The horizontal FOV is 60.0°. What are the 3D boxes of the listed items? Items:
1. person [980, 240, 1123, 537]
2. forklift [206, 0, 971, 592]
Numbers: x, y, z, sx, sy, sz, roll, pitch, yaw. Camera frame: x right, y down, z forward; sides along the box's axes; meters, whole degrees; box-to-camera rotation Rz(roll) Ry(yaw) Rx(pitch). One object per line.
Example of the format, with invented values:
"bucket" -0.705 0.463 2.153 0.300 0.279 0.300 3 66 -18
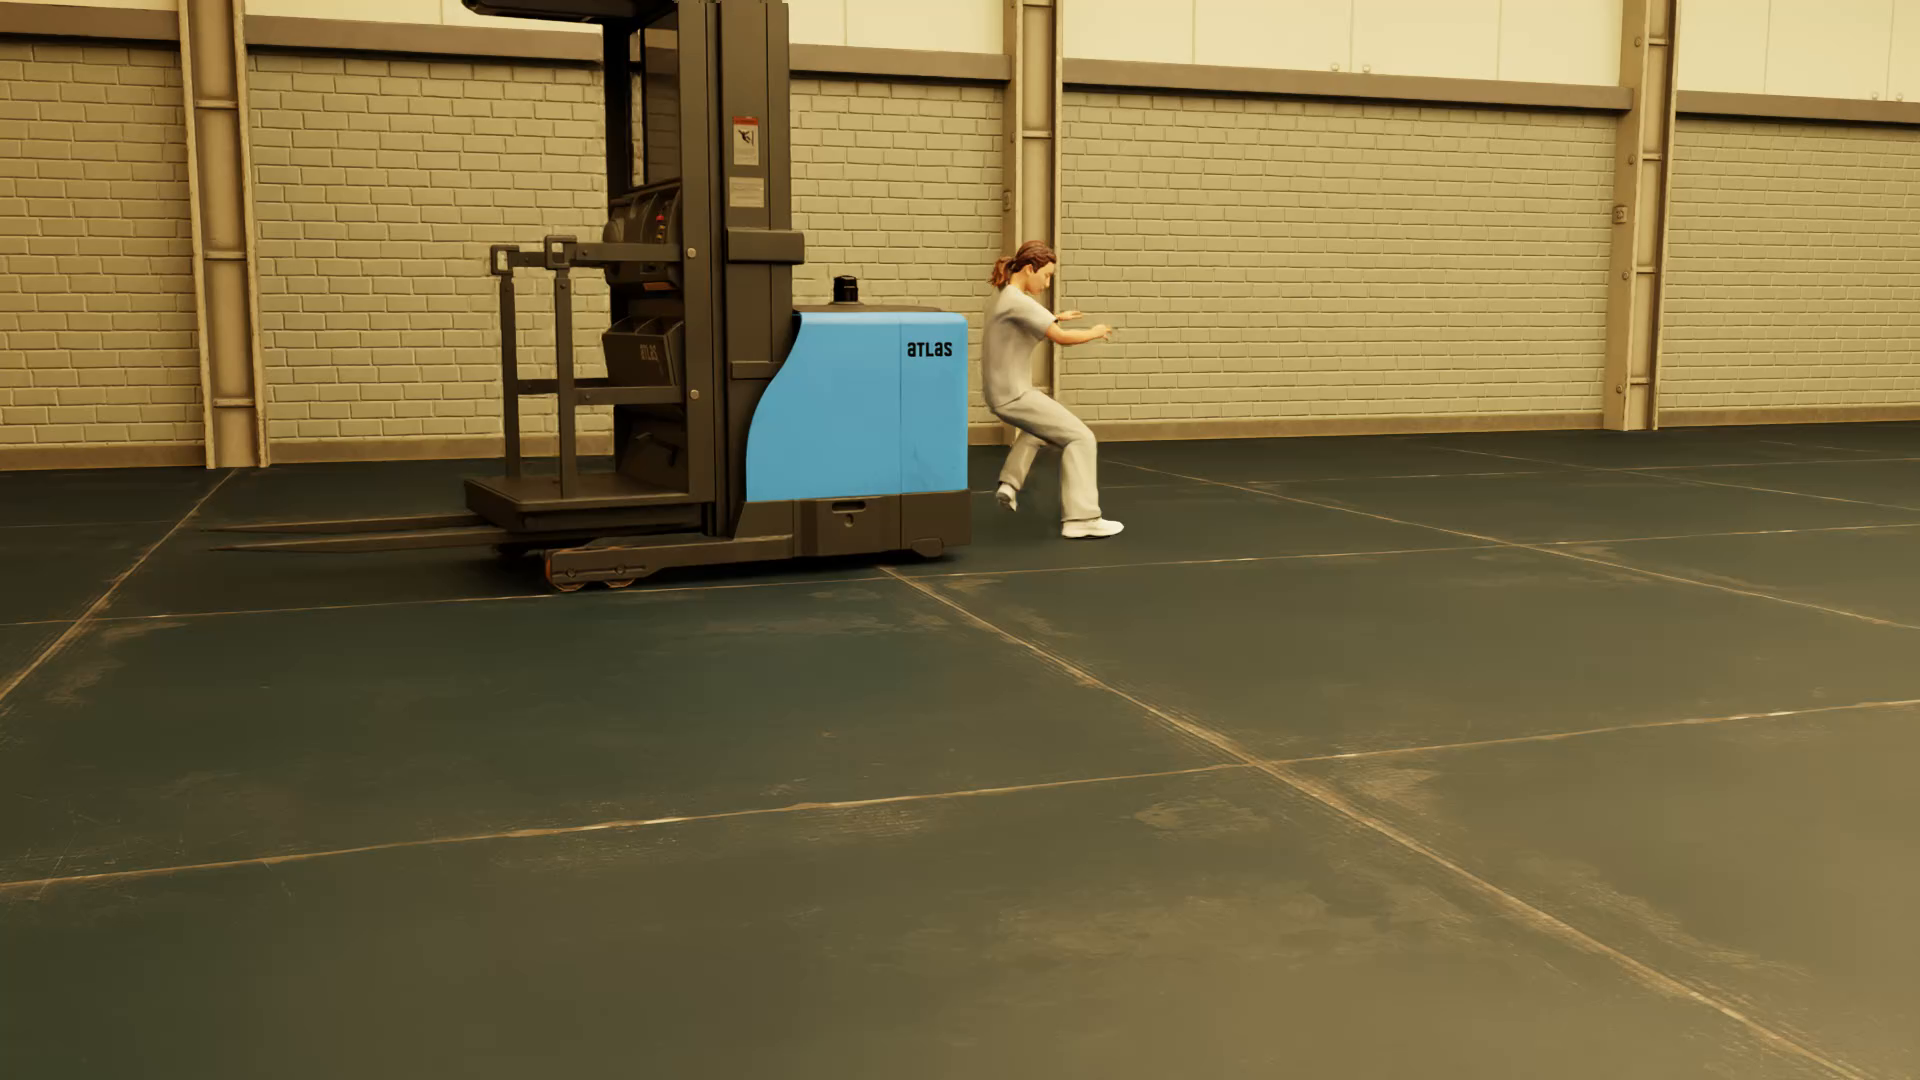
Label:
"person" 0.429 -0.785 8.372 0.650 1.426 1.070 -1 8 -9
"forklift" -1.502 -1.332 6.842 3.031 2.935 1.130 -4 9 -27
